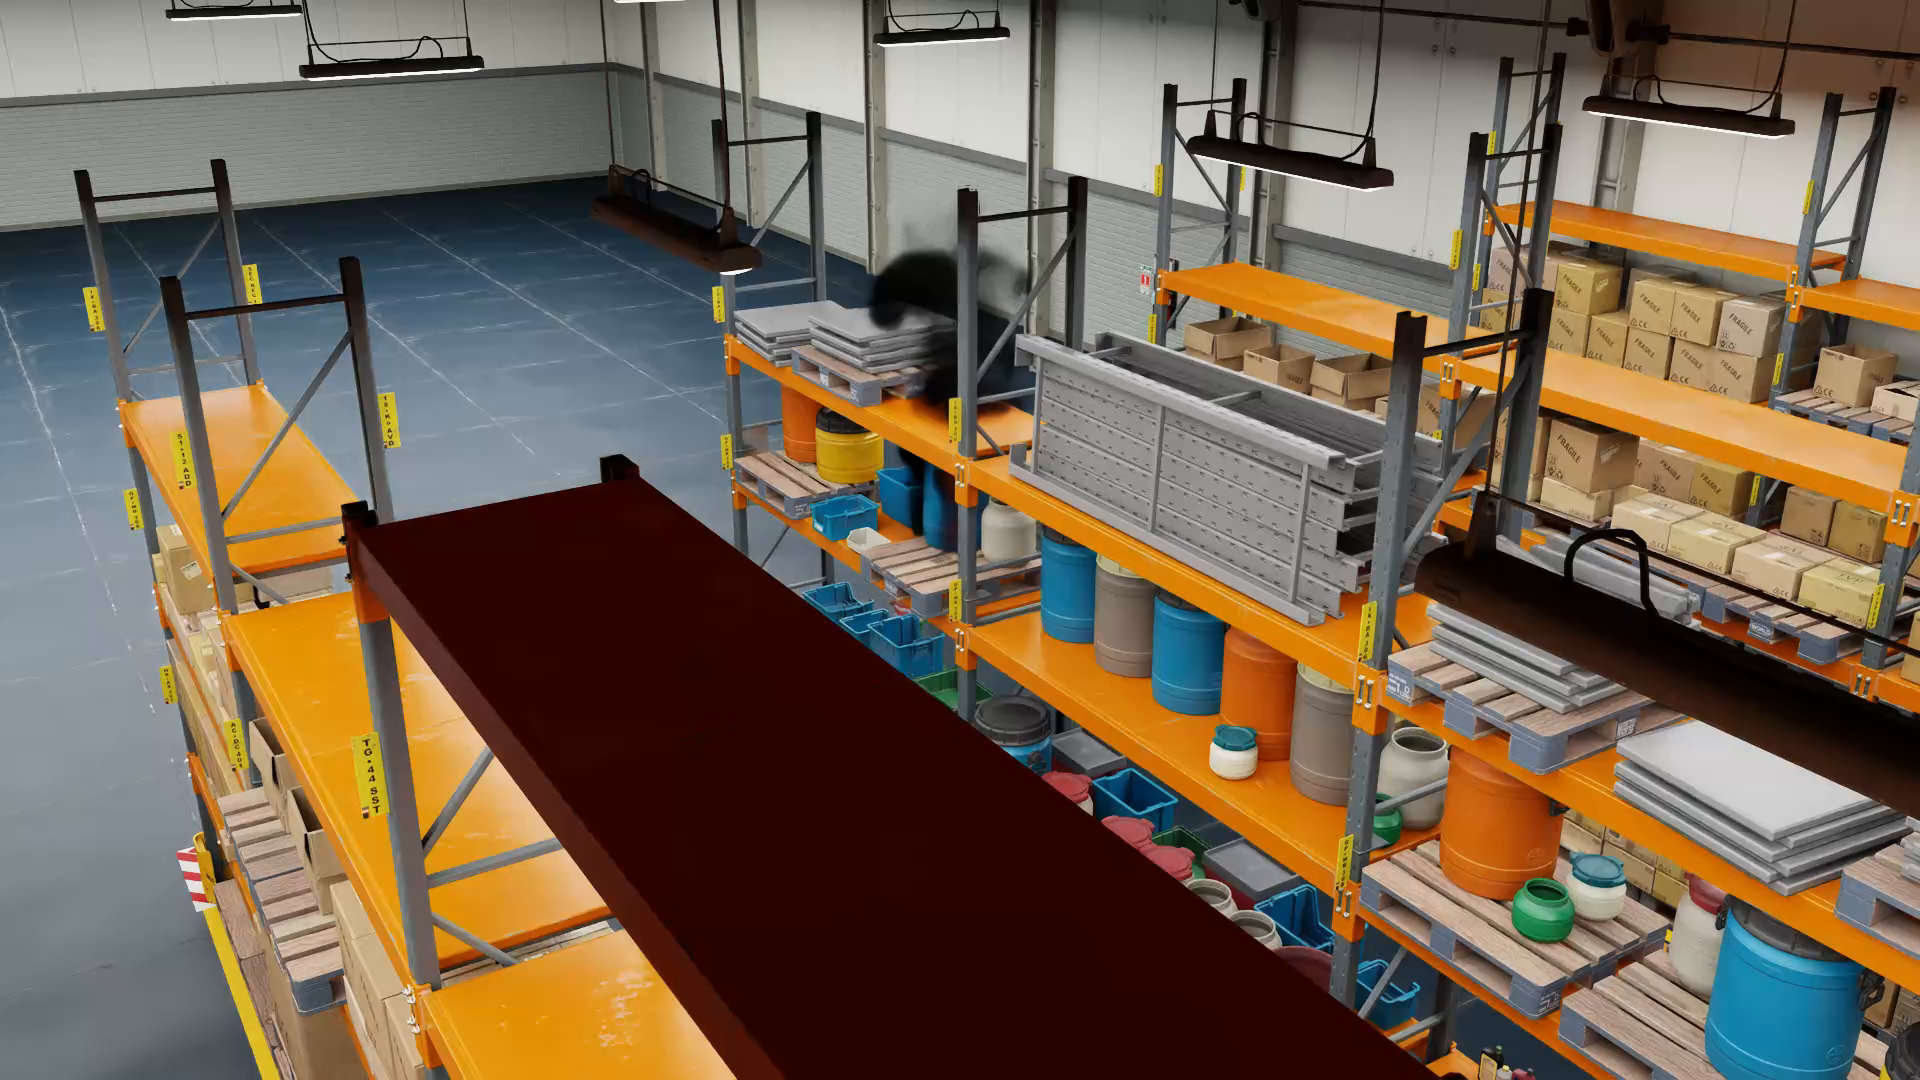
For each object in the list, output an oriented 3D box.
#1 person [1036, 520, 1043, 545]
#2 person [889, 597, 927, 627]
[{"bbox_3d":[0.889,-0.411,20.052,0.818,1.828,0.674,-2,22,-4],"label":"person"},{"bbox_3d":[-0.504,0.767,17.126,0.638,1.769,0.623,-17,27,-36],"label":"person"}]
